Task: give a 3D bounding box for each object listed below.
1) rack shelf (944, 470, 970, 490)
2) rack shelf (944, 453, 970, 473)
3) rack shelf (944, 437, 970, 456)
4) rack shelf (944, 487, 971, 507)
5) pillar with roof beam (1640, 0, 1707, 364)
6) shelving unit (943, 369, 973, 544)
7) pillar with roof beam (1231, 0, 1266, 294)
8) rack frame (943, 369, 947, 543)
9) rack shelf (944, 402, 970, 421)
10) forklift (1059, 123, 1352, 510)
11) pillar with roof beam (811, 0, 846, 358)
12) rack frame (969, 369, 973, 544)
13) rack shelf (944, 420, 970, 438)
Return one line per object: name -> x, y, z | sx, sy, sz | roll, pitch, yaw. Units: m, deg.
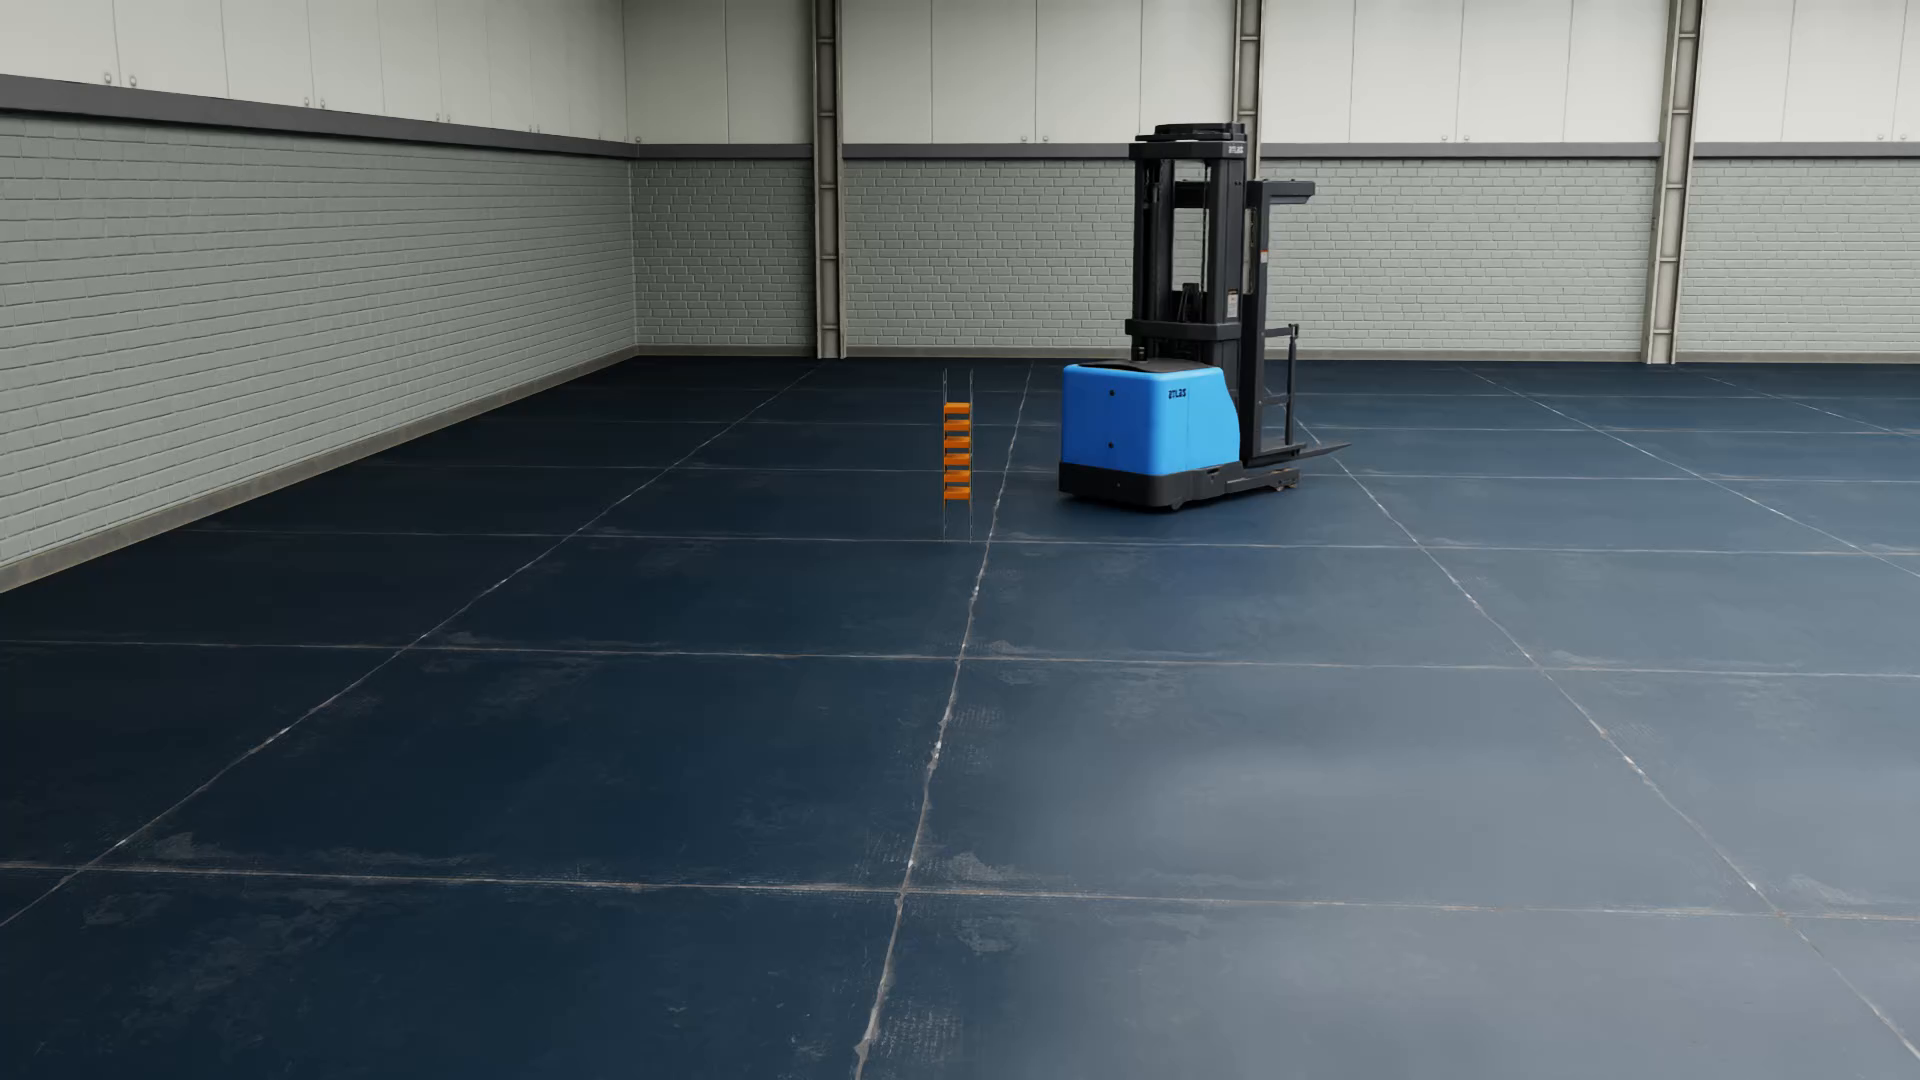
rack shelf -> -0.014, -0.427, 11.680 | 0.180, 0.103, 0.258 | 1, 12, 4
rack shelf -> -0.014, -0.544, 11.655 | 0.180, 0.103, 0.258 | 1, 12, 4
rack shelf -> -0.014, -0.661, 11.631 | 0.180, 0.103, 0.258 | 1, 12, 4
rack shelf -> -0.014, -0.309, 11.704 | 0.180, 0.103, 0.258 | 1, 12, 4
pillar with roof beam -> 9.777, -6.084, 18.874 | 0.400, 9.000, 9.100 | 1, 12, 4
shelving unit -> -0.014, -0.587, 11.646 | 0.189, 1.200, 0.258 | 1, 12, 4
pillar with roof beam -> 3.791, -6.166, 19.267 | 0.400, 9.000, 9.100 | 1, 12, 4
rack frame -> -0.106, -0.589, 11.652 | 0.006, 1.200, 0.240 | 1, 12, 4
rack shelf -> -0.014, -0.896, 11.582 | 0.180, 0.103, 0.258 | 1, 12, 4
forklift -> 2.186, -1.903, 13.706 | 1.130, 2.935, 3.031 | 11, 16, 44
pillar with roof beam -> -2.196, -6.248, 19.659 | 0.400, 9.000, 9.100 | 1, 12, 4
rack frame -> 0.077, -0.586, 11.640 | 0.006, 1.200, 0.240 | 1, 12, 4
rack shelf -> -0.014, -0.779, 11.606 | 0.180, 0.103, 0.258 | 1, 12, 4
